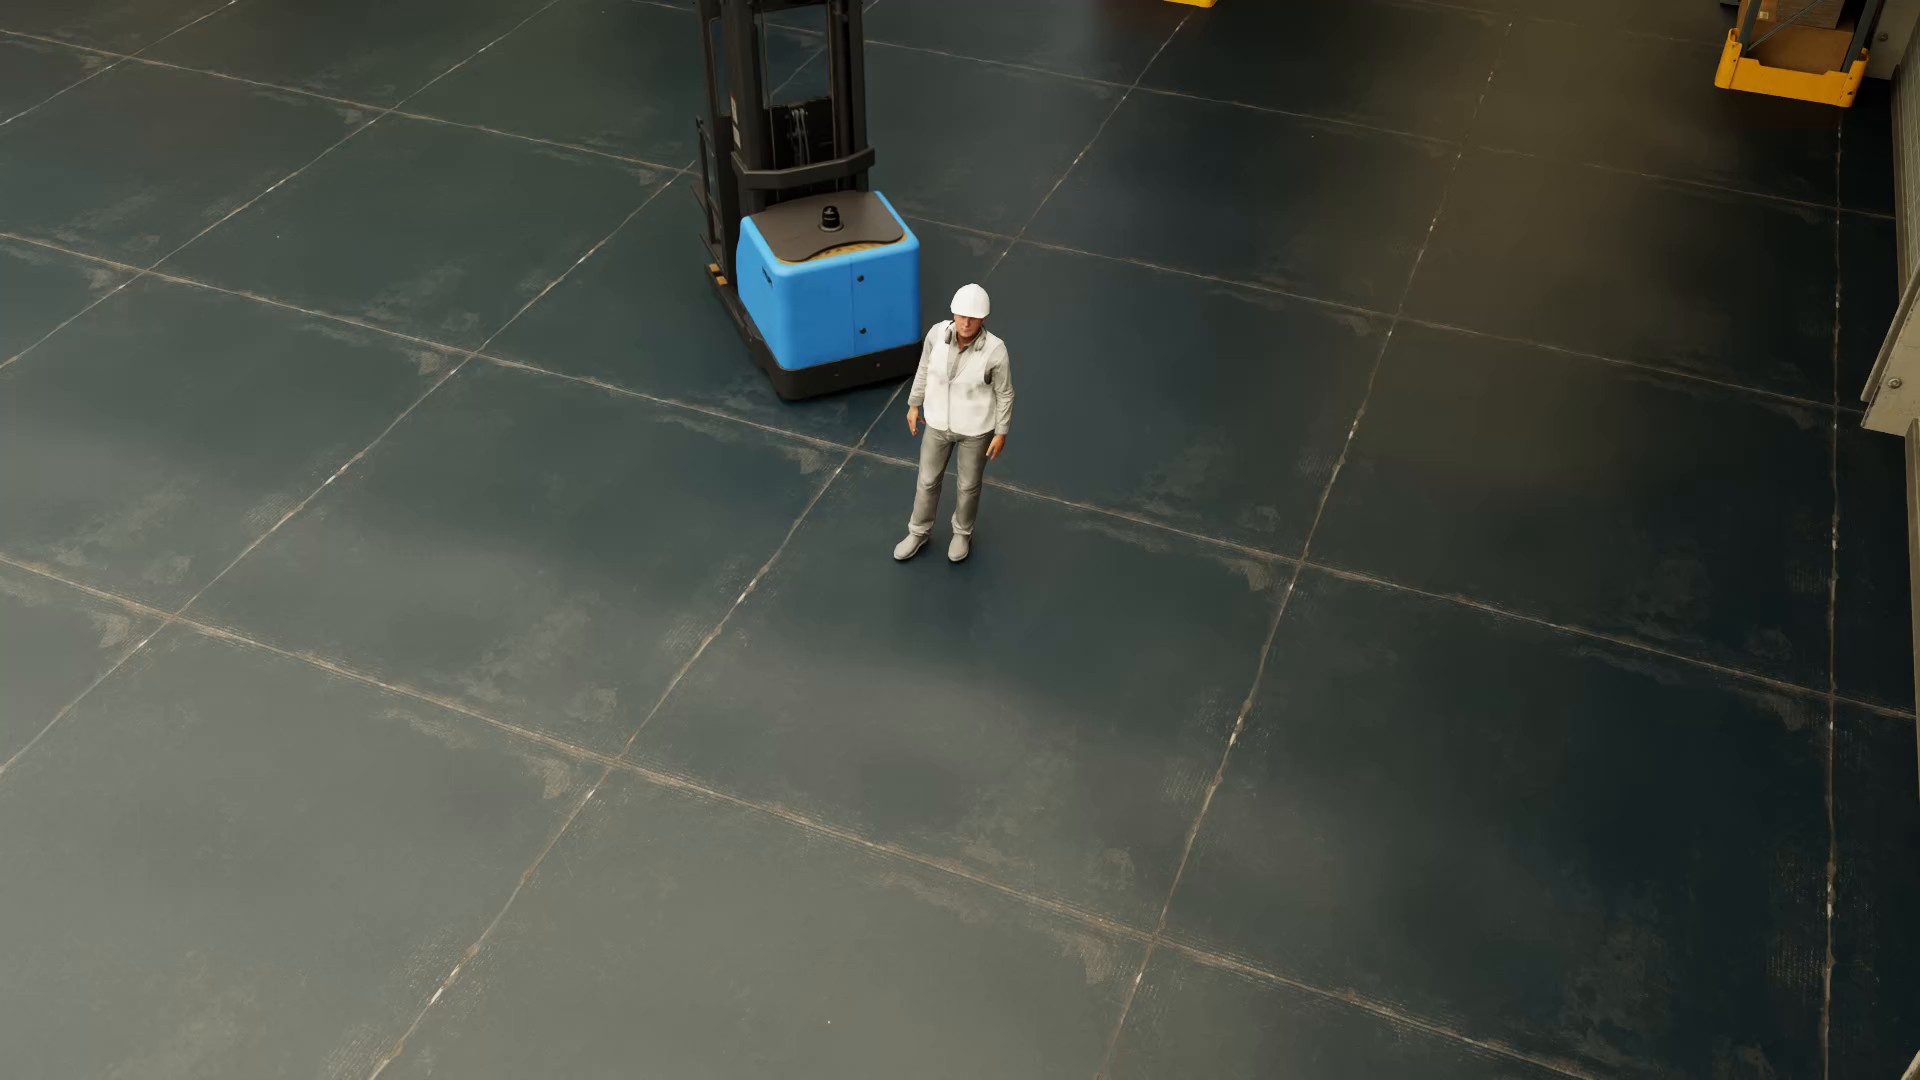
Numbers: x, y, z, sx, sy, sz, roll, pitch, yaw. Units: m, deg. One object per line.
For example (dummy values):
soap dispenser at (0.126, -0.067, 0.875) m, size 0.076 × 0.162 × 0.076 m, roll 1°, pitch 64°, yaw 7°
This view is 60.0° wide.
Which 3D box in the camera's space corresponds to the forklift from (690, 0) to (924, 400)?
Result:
forklift at (-1.283, -3.029, 11.625) m, size 1.130 × 2.935 × 3.031 m, roll -15°, pitch 42°, yaw -17°

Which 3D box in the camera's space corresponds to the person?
person at (-0.031, -0.649, 9.676) m, size 0.632 × 1.768 × 0.568 m, roll 15°, pitch 42°, yaw 17°
